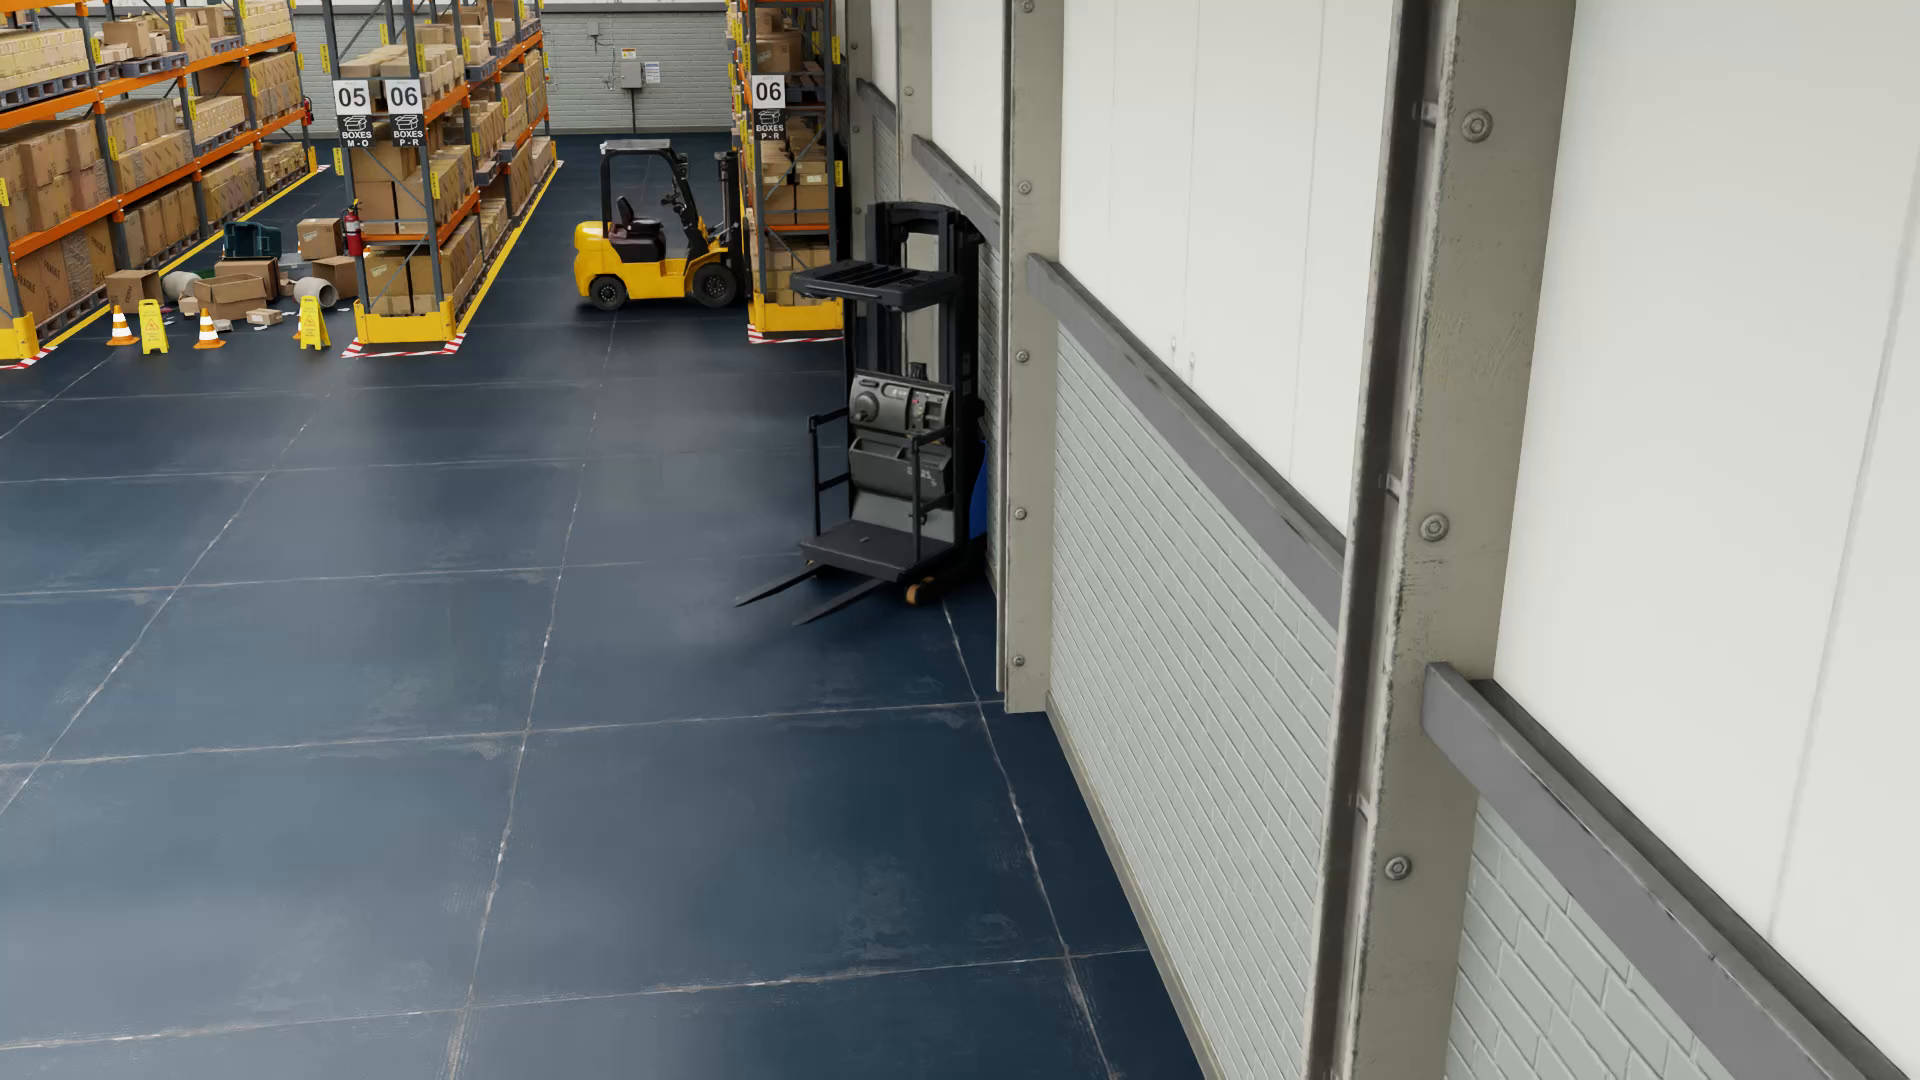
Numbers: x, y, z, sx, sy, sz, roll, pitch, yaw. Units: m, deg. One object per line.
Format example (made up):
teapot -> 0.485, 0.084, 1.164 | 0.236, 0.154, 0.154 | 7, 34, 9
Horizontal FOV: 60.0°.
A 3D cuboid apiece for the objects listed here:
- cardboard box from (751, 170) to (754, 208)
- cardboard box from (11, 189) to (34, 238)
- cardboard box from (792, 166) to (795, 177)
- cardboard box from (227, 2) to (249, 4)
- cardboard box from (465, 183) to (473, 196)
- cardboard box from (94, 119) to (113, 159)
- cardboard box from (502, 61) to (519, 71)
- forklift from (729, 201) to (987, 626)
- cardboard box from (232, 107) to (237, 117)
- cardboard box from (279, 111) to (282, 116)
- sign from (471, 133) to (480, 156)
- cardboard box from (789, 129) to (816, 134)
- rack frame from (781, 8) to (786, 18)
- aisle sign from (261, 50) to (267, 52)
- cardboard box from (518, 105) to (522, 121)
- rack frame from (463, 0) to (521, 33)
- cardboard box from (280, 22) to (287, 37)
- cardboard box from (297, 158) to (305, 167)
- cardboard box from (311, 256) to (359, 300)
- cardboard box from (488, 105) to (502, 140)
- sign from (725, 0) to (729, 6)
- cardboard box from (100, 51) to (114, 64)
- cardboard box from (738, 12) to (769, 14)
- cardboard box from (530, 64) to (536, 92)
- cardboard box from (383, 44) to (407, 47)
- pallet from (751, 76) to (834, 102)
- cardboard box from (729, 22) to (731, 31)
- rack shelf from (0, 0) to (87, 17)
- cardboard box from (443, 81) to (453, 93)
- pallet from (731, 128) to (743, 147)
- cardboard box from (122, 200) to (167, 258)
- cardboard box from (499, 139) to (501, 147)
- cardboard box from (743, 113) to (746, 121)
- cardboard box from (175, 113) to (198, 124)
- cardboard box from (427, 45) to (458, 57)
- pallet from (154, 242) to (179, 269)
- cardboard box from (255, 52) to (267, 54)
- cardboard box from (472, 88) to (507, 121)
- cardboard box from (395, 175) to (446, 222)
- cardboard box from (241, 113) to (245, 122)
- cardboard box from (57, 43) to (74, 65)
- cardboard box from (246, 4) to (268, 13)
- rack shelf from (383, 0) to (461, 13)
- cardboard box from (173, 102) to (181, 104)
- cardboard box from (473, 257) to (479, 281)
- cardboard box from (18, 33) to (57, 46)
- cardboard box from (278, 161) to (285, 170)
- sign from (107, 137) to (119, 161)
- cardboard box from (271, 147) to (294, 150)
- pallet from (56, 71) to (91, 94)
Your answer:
cardboard box -> -2.560, -4.746, 22.568 | 0.500, 0.500, 0.500 | -3, 21, -9
cardboard box -> -12.083, -4.034, 20.590 | 0.875, 0.550, 0.550 | -3, 21, -8
cardboard box -> -2.010, -4.836, 21.882 | 0.380, 0.149, 0.250 | -3, 21, -9
cardboard box -> -14.383, -10.633, 33.116 | 0.380, 0.149, 0.250 | -3, 21, -8
cardboard box -> -7.186, -5.018, 23.798 | 0.380, 0.149, 0.250 | -2, 21, -7
cardboard box -> -12.538, -5.720, 23.746 | 0.700, 0.500, 0.500 | -3, 21, -9
cardboard box -> -8.519, -9.029, 31.679 | 0.380, 0.149, 0.250 | -3, 21, -9
forklift -> -0.594, -1.053, 12.922 | 1.130, 2.935, 3.031 | 13, 24, 32
cardboard box -> -13.289, -7.716, 29.997 | 0.380, 0.149, 0.250 | -2, 21, -5
cardboard box -> -13.766, -8.521, 33.177 | 0.380, 0.149, 0.250 | -4, 21, -10
sign -> -7.041, -5.753, 24.170 | 0.100, 0.325, 0.005 | -3, 21, -8
cardboard box -> -2.321, -5.964, 24.477 | 0.380, 0.149, 0.250 | -3, 21, -8
rack frame -> -3.819, -11.150, 31.282 | 1.000, 3.000, 0.127 | -3, 21, -8
aisle sign -> -14.498, -10.416, 34.176 | 0.394, 0.787, 0.004 | -3, 21, -8
cardboard box -> -8.266, -7.760, 30.279 | 0.500, 0.250, 0.500 | -2, 21, -6
rack frame -> -8.730, -10.898, 30.608 | 1.000, 3.000, 0.127 | -3, 21, -8
cardboard box -> -13.783, -10.202, 33.247 | 0.500, 0.250, 0.500 | -3, 21, -8
cardboard box -> -13.771, -7.794, 34.344 | 0.380, 0.149, 0.250 | -2, 21, -6
cardboard box -> -8.769, -3.708, 23.501 | 0.500, 0.500, 0.500 | 12, 24, 29
cardboard box -> -7.728, -6.764, 26.945 | 0.500, 0.500, 0.500 | -3, 21, -9
sign -> -4.933, -11.511, 35.288 | 0.100, 0.325, 0.005 | -3, 21, -8
cardboard box -> -12.365, -6.936, 23.902 | 0.250, 0.149, 0.380 | -3, 21, -8
cardboard box -> -3.379, -8.387, 27.285 | 0.500, 0.500, 0.500 | -3, 21, -7
cardboard box -> -8.689, -9.133, 32.885 | 0.500, 0.500, 0.500 | -3, 21, -7
cardboard box -> -7.855, -6.853, 23.285 | 0.380, 0.149, 0.250 | -3, 21, -9
pallet -> -2.166, -5.794, 21.357 | 1.003, 0.211, 1.213 | -3, 21, -8
cardboard box -> -4.081, -9.481, 30.716 | 0.380, 0.149, 0.250 | -3, 21, -7
rack shelf -> -12.173, -6.627, 20.771 | 1.077, 0.370, 4.000 | -3, 21, -8
cardboard box -> -7.096, -6.154, 22.553 | 0.380, 0.149, 0.250 | -2, 21, -6
pallet -> -3.410, -7.096, 29.276 | 1.213, 0.211, 1.003 | -3, 21, -8
cardboard box -> -12.775, -4.721, 25.257 | 1.050, 0.750, 0.750 | -3, 21, -8
cardboard box -> -7.654, -6.418, 26.947 | 0.380, 0.149, 0.250 | -4, 21, -10
cardboard box -> -3.448, -7.088, 27.910 | 0.380, 0.149, 0.250 | -2, 21, -7
cardboard box -> -12.954, -7.039, 27.757 | 0.380, 0.149, 0.250 | -3, 21, -9
cardboard box -> -7.202, -6.794, 23.126 | 0.380, 0.149, 0.250 | -3, 21, -9
pallet -> -12.826, -4.414, 25.806 | 1.003, 0.211, 1.213 | -3, 21, -8
cardboard box -> -14.389, -9.674, 33.907 | 0.500, 0.500, 0.500 | -3, 21, -8
cardboard box -> -7.983, -7.401, 28.247 | 0.500, 0.500, 0.500 | -4, 21, -10
cardboard box -> -6.794, -4.297, 20.940 | 0.500, 0.500, 0.500 | -3, 21, -9
cardboard box -> -13.361, -7.755, 30.524 | 0.380, 0.149, 0.250 | -3, 21, -9
cardboard box -> -12.063, -6.418, 21.947 | 0.500, 0.250, 0.500 | -3, 21, -8
cardboard box -> -13.652, -10.310, 32.250 | 0.380, 0.149, 0.250 | -3, 21, -9
rack shelf -> -7.865, -8.296, 25.242 | 1.077, 0.370, 4.000 | -3, 21, -8
cardboard box -> -13.861, -7.641, 29.370 | 0.380, 0.149, 0.250 | -3, 21, -8
cardboard box -> -7.139, -3.851, 23.645 | 0.500, 0.250, 0.500 | -3, 21, -9
cardboard box -> -11.946, -6.477, 21.533 | 0.380, 0.149, 0.250 | -3, 21, -8
cardboard box -> -13.572, -7.391, 32.843 | 0.380, 0.149, 0.250 | -3, 21, -8
sign -> -11.912, -5.504, 23.390 | 0.100, 0.325, 0.005 | -3, 21, -8
cardboard box -> -13.747, -7.891, 33.756 | 0.380, 0.149, 0.250 | -4, 21, -10
pallet -> -12.353, -6.113, 22.210 | 1.003, 0.211, 1.213 | -3, 21, -8
